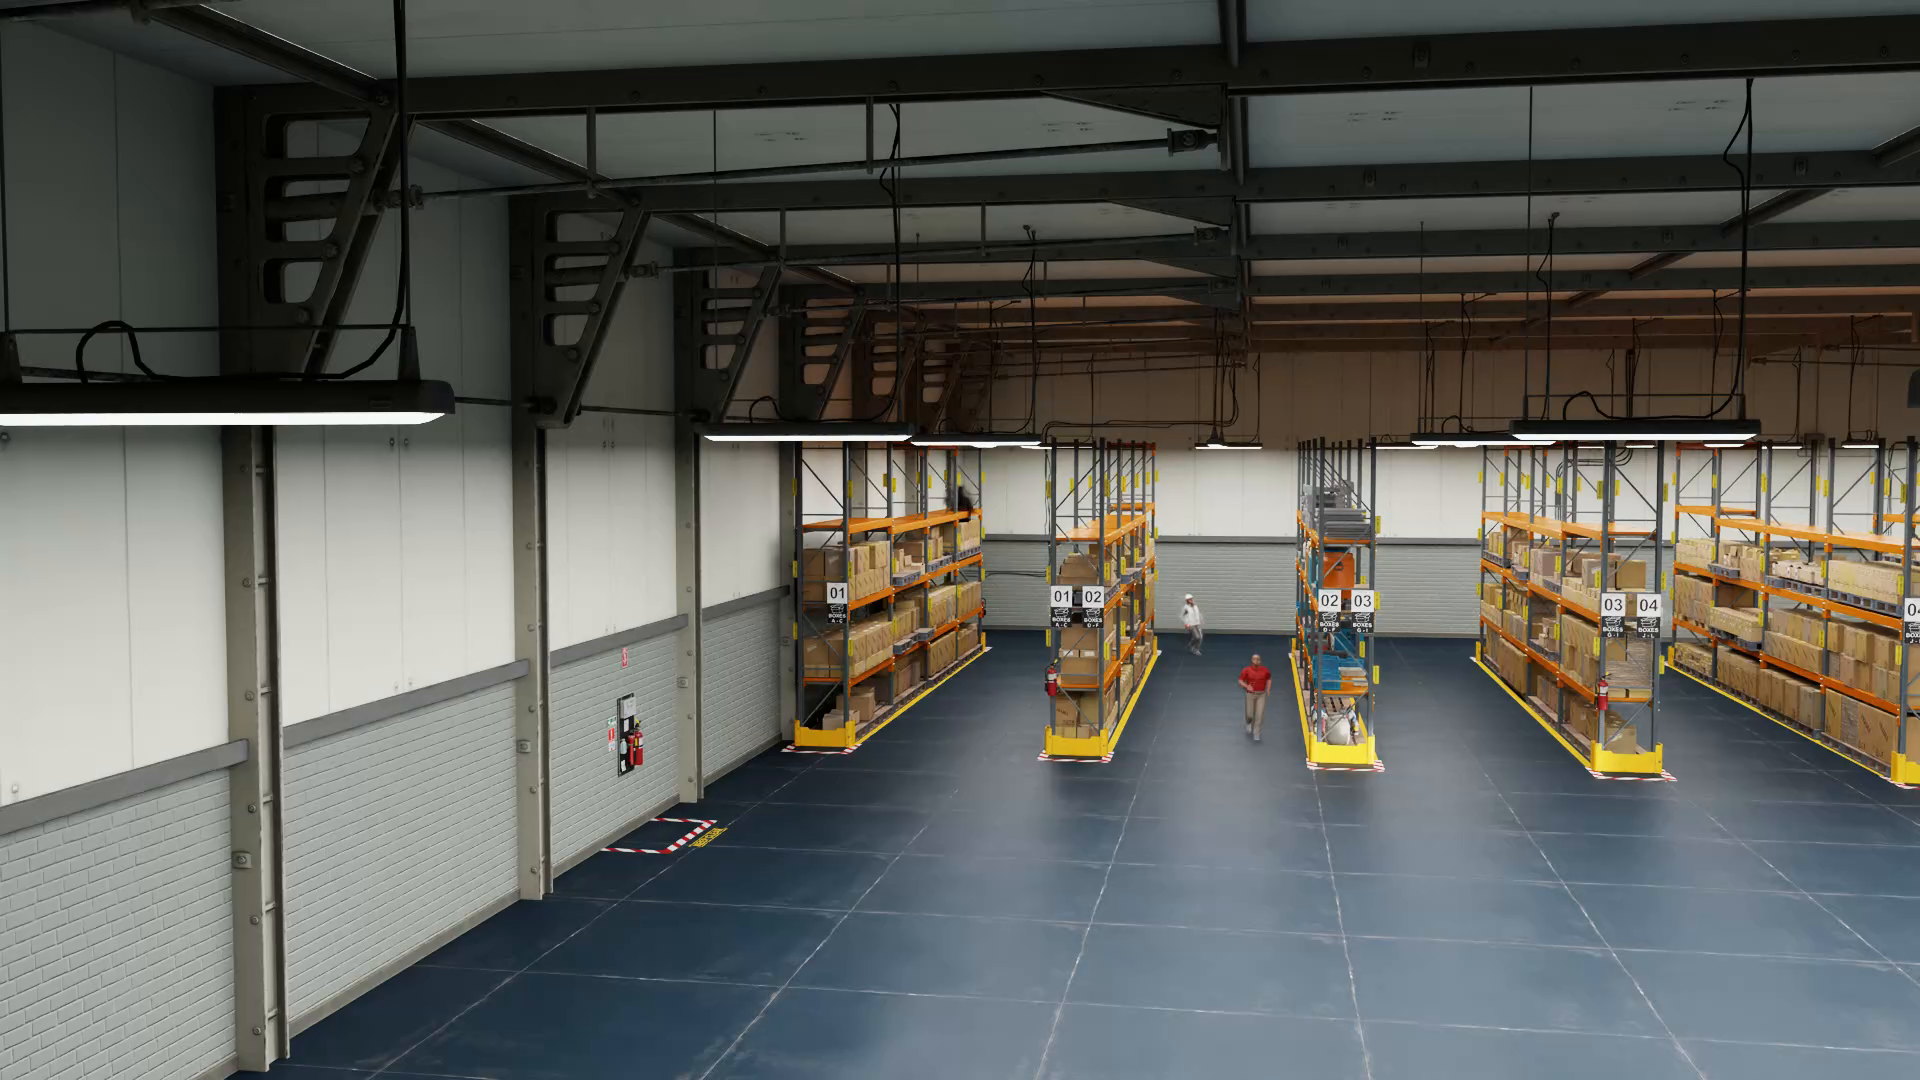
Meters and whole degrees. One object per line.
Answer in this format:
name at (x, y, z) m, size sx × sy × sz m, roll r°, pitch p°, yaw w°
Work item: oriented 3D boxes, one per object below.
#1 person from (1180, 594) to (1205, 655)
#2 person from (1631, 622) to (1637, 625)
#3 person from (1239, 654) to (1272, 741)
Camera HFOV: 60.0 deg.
person at (6.601, 2.396, 46.910) m, size 0.713 × 1.721 × 0.516 m, roll -2°, pitch 4°, yaw -32°
person at (17.860, 2.502, 44.792) m, size 0.752 × 1.745 × 0.767 m, roll -2°, pitch 4°, yaw -35°
person at (5.900, 3.118, 33.190) m, size 0.668 × 1.691 × 0.741 m, roll 0°, pitch 3°, yaw 4°
